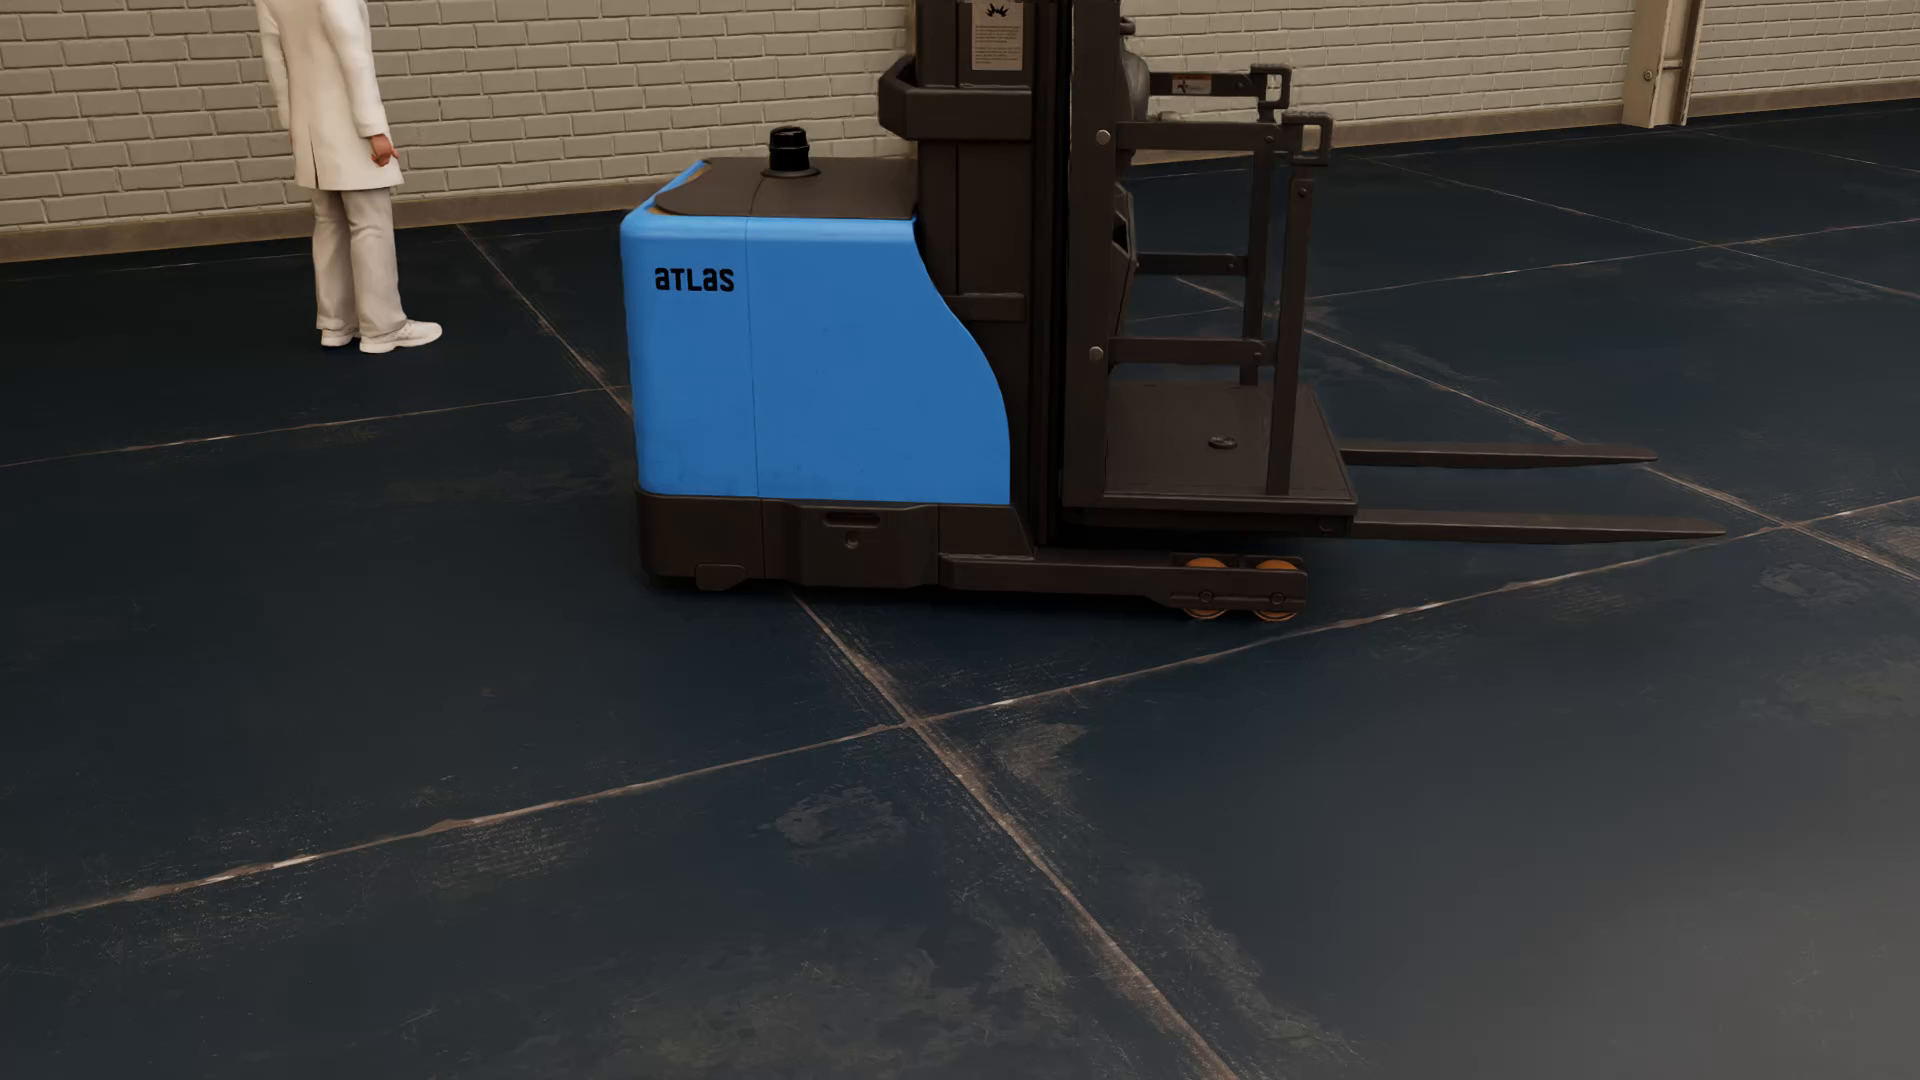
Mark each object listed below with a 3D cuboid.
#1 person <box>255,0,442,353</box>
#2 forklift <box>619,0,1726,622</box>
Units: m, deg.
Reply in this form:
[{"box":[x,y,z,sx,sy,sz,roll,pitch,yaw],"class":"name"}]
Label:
[{"box":[-2.525,-1.682,6.832,0.588,1.783,0.390,13,26,29],"class":"person"},{"box":[0.627,-1.342,4.516,3.031,2.935,1.130,2,23,4],"class":"forklift"}]
